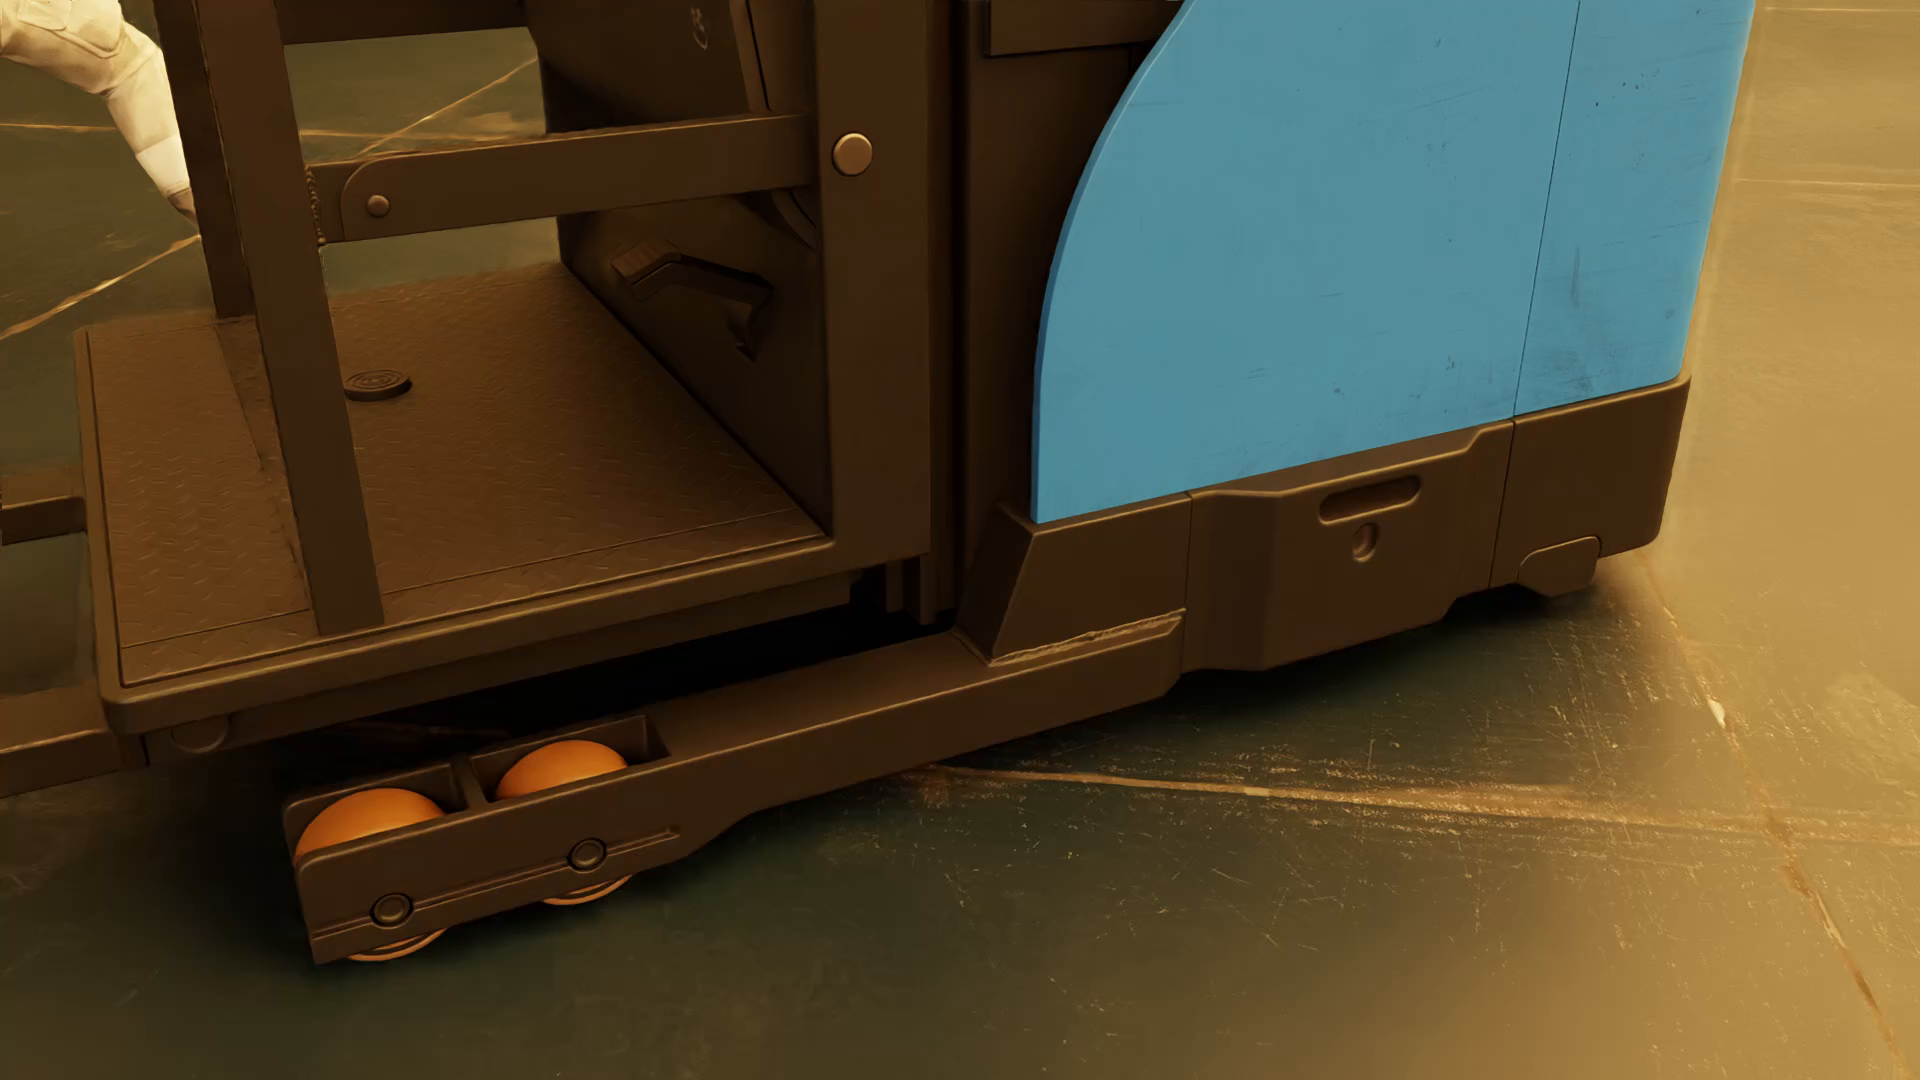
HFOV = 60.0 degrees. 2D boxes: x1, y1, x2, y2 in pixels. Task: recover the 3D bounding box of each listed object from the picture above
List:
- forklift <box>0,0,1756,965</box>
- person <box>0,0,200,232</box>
[{"bbox_3d":[-0.550,-1.162,1.546,3.031,2.935,1.130,-13,29,-24],"label":"forklift"},{"bbox_3d":[-2.001,-1.200,3.169,1.136,1.548,0.711,2,27,4],"label":"person"}]
